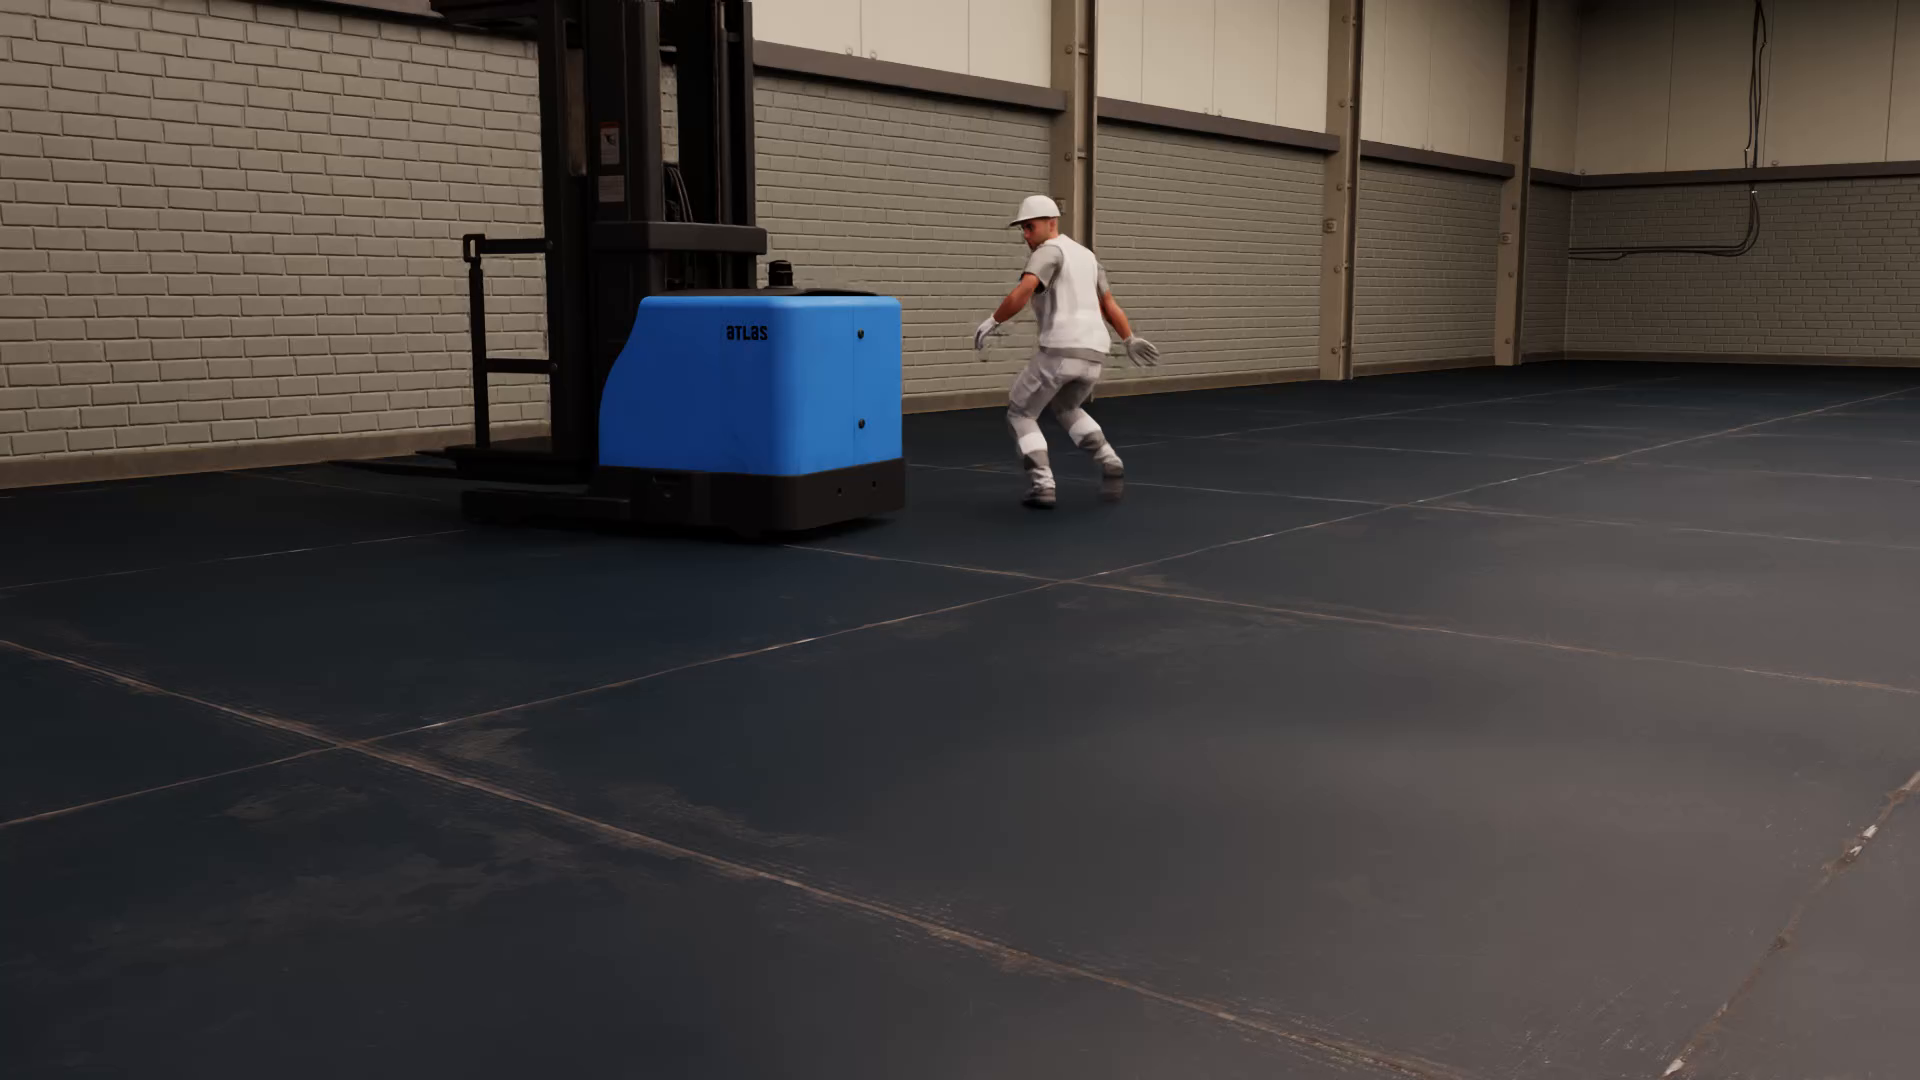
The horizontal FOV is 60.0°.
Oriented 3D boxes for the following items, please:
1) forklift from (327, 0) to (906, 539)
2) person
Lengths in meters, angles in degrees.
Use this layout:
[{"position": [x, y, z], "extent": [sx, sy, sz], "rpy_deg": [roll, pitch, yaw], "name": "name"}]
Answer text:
[{"position": [-1.809, -1.580, 8.078], "extent": [3.031, 2.935, 1.130], "rpy_deg": [4, 9, 27], "name": "forklift"}, {"position": [0.573, -0.970, 8.727], "extent": [1.027, 1.655, 0.502], "rpy_deg": [-8, 12, -44], "name": "person"}]
